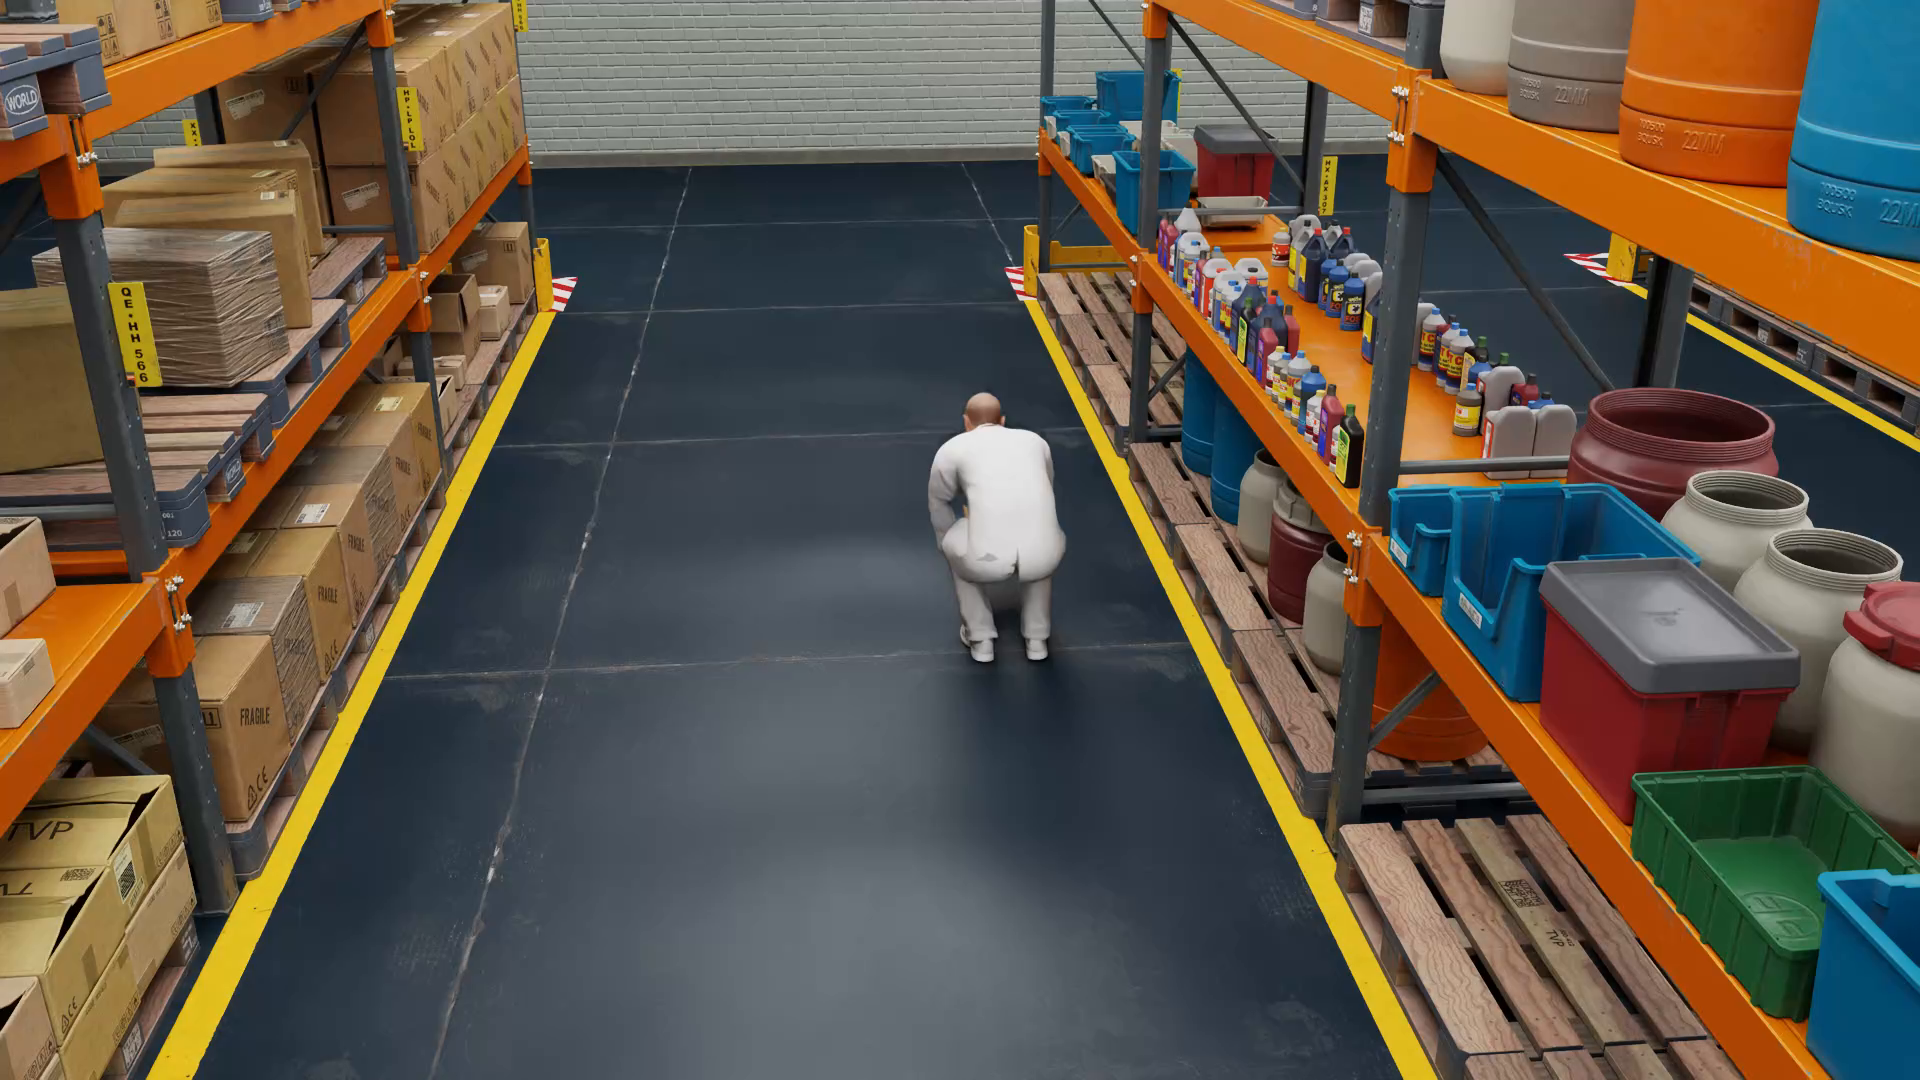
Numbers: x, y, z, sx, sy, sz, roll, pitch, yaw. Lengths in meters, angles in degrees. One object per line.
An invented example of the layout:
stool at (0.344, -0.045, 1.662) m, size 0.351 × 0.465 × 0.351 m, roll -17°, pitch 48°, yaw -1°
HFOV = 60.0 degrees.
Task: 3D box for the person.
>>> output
person at (0.176, -0.045, 7.597) m, size 0.616 × 1.084 × 0.873 m, roll -2°, pitch 24°, yaw -5°
